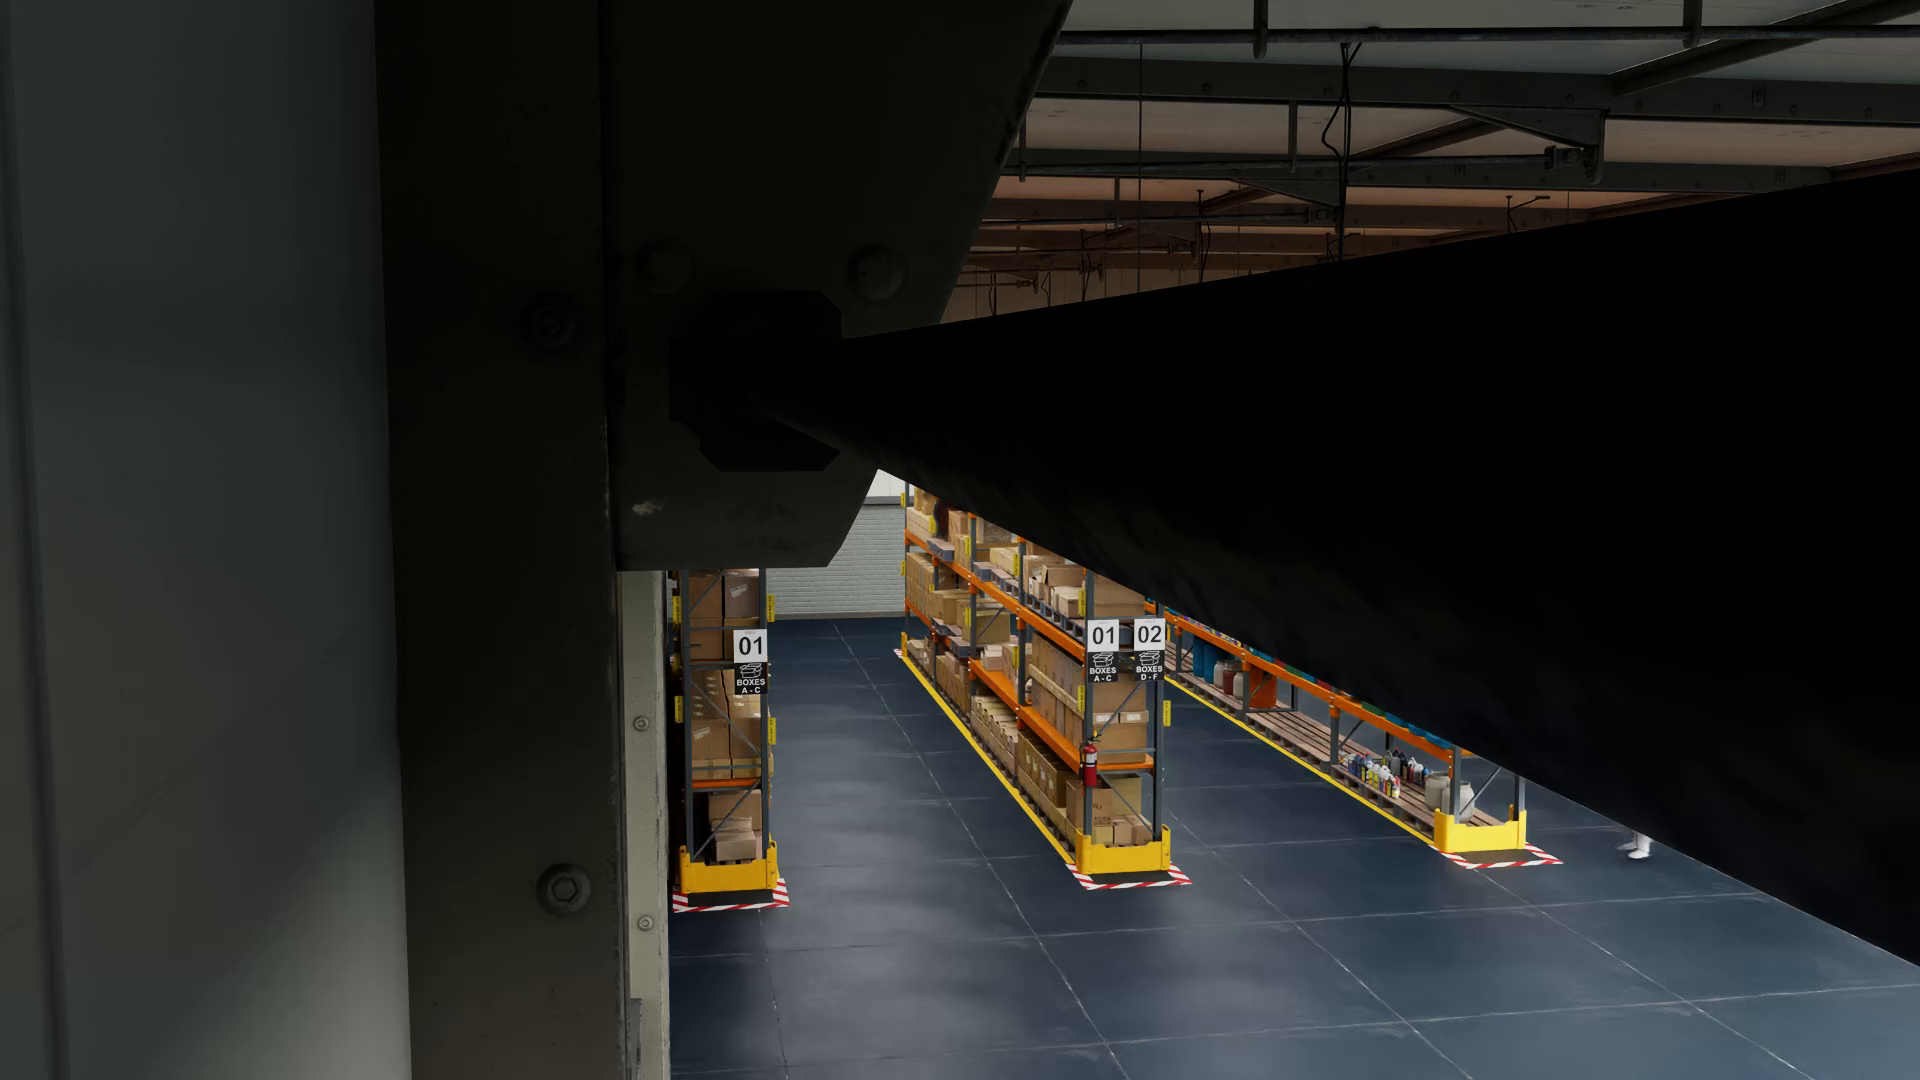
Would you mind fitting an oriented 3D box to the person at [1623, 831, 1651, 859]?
[{"bbox_3d":[8.828,3.202,21.615,0.710,1.779,0.469,-6,8,-43],"label":"person"}]
